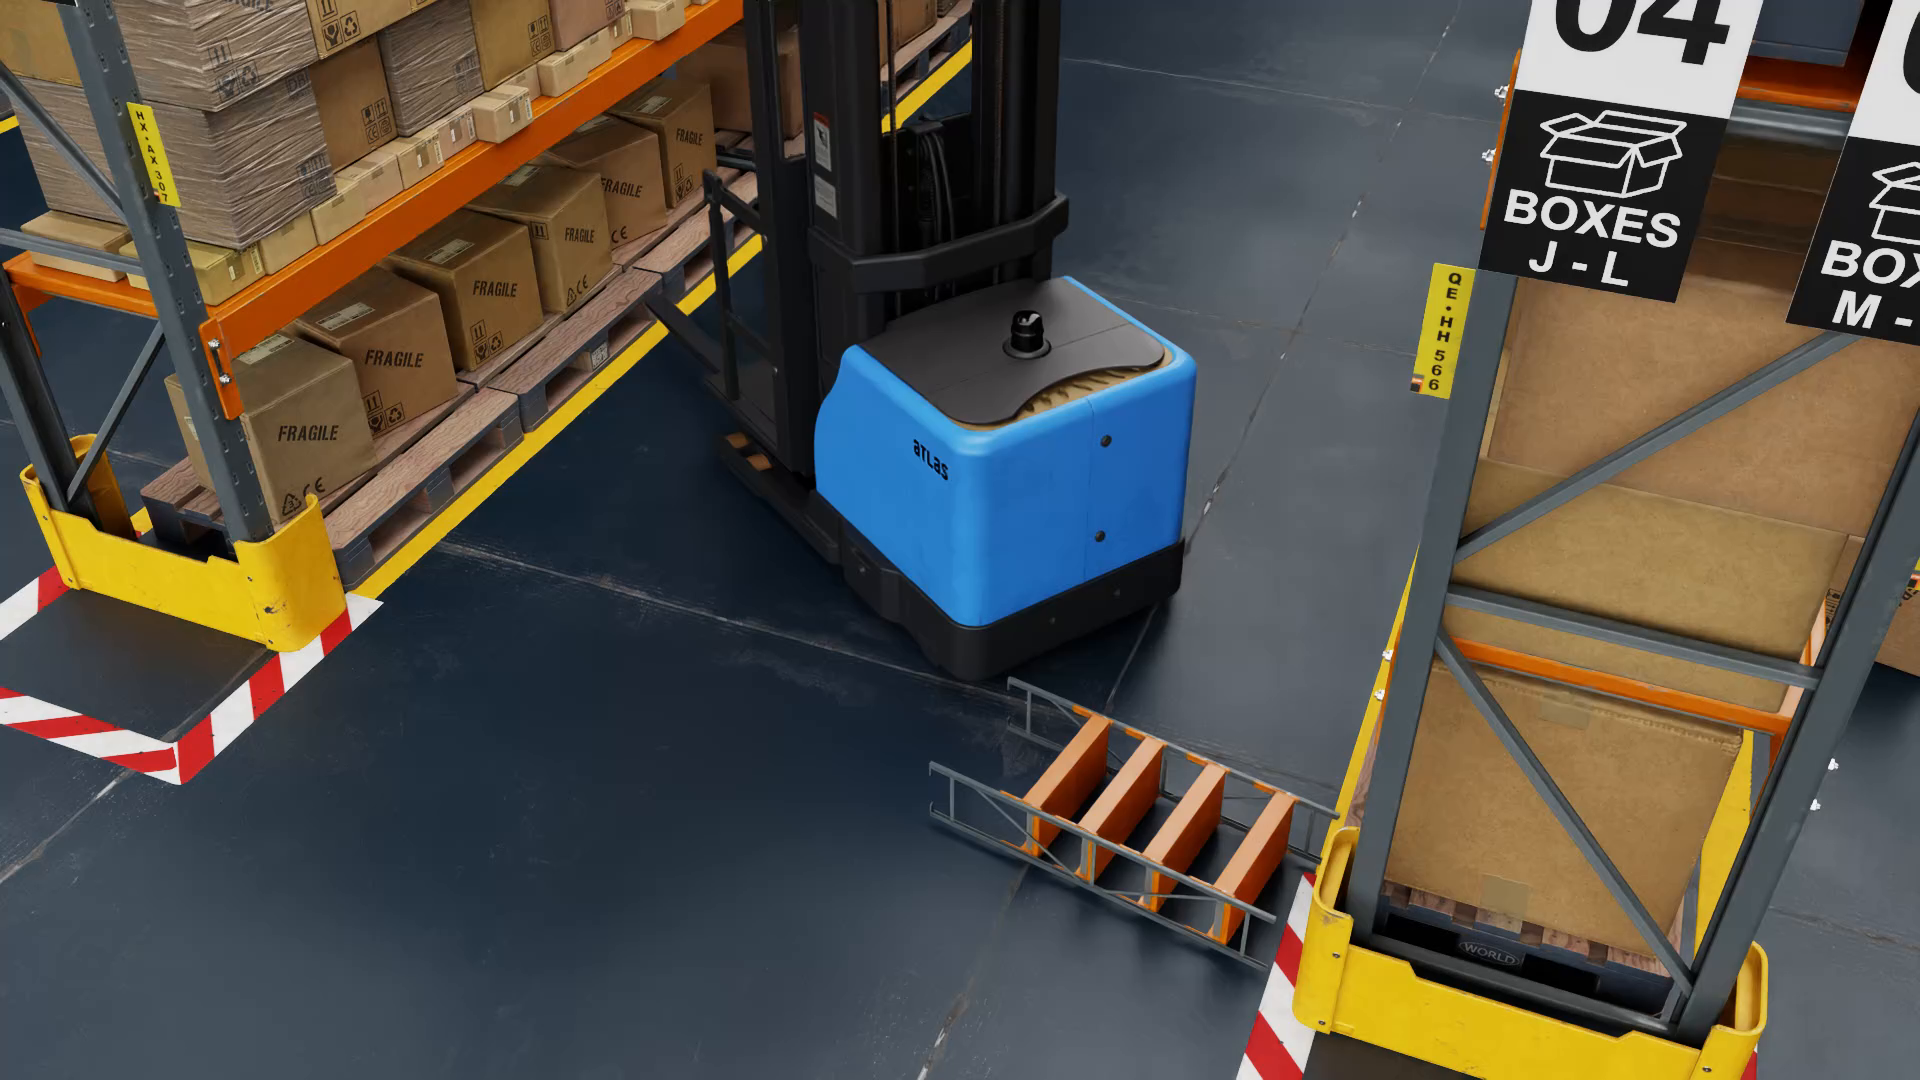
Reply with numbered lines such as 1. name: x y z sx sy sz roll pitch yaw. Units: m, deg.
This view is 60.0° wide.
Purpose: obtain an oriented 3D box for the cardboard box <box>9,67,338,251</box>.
1. cardboard box: -2.740 -1.414 5.804 0.875 0.500 0.500 14 39 18

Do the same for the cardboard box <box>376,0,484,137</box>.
1. cardboard box: -2.431 -1.985 6.568 0.875 0.500 0.500 14 39 18

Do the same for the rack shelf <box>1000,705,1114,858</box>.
1. rack shelf: 0.318 0.794 5.441 0.148 0.258 0.480 21 42 25

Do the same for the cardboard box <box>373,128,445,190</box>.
1. cardboard box: -2.247 -1.508 6.472 0.380 0.149 0.250 14 39 18

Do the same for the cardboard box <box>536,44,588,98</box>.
1. cardboard box: -1.847 -2.057 7.206 0.380 0.149 0.250 14 39 18

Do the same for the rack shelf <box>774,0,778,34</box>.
1. rack shelf: -0.692 -3.990 10.184 1.077 0.370 4.000 14 39 18

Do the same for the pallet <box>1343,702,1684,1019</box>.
1. pallet: 1.805 0.886 5.388 1.003 0.211 1.213 14 39 18

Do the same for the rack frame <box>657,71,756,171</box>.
1. rack frame: -1.453 -3.171 8.487 1.000 3.000 0.127 14 39 18

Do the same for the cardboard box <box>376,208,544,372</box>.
1. cardboard box: -2.271 -1.146 7.515 0.500 0.500 0.500 18 40 22

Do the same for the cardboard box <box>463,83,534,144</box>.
1. cardboard box: -1.986 -1.767 6.819 0.380 0.149 0.250 14 39 18

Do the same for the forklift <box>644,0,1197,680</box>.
1. forklift: -0.389 -1.515 6.329 1.130 2.935 3.031 -22 42 -27

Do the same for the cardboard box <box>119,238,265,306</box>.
1. cardboard box: -2.646 -0.959 5.737 0.380 0.149 0.250 14 39 18

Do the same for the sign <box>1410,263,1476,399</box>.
1. sign: 1.077 -0.460 3.695 0.100 0.325 0.005 14 39 18

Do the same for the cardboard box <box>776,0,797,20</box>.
1. cardboard box: -1.001 -2.941 9.899 0.700 0.500 0.500 14 39 17

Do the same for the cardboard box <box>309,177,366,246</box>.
1. cardboard box: -2.424 -1.228 6.097 0.380 0.149 0.250 14 39 18

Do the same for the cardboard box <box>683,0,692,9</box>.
1. cardboard box: -1.518 -2.623 7.964 0.380 0.149 0.250 14 39 18

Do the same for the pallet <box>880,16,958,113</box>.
1. pallet: -0.696 -3.163 10.806 1.003 0.211 1.213 14 39 18

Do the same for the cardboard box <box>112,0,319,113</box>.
1. cardboard box: -2.514 -1.758 5.430 0.500 0.500 0.500 14 39 18

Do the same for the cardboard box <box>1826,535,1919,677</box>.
1. cardboard box: 3.454 0.109 6.185 0.500 0.500 0.500 21 42 25

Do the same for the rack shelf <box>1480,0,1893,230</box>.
1. rack shelf: 2.334 -1.791 4.736 1.077 0.370 4.000 14 39 18

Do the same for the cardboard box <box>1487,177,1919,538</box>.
1. cardboard box: 1.750 -0.460 3.832 0.875 0.550 0.550 14 39 18

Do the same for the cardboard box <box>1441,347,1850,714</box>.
1. cardboard box: 1.673 -0.046 4.181 0.875 0.550 0.550 14 39 18

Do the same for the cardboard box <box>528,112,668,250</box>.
1. cardboard box: -1.853 -1.807 8.399 0.500 0.500 0.500 27 45 32

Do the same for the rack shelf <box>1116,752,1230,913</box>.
1. rack shelf: 0.674 0.930 5.260 0.148 0.258 0.480 21 42 25

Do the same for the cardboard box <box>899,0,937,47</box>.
1. cardboard box: -0.576 -3.559 10.727 0.700 0.500 0.500 17 40 21

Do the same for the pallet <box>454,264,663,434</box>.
1. pallet: -2.139 -0.996 7.906 1.003 0.211 1.213 14 39 18

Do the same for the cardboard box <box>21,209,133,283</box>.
1. cardboard box: -3.058 -1.060 5.873 0.380 0.149 0.250 14 39 18

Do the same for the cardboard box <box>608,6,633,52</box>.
1. cardboard box: -1.727 -2.351 7.600 0.380 0.149 0.250 14 39 18

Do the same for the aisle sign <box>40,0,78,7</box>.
1. aisle sign: -2.721 -1.895 4.608 0.394 0.787 0.004 14 39 18

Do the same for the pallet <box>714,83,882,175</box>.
1. pallet: -1.158 -2.485 9.899 1.003 0.211 1.213 14 39 18

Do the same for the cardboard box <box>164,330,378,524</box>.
1. cardboard box: -2.722 -0.465 6.604 0.500 0.500 0.500 21 42 26

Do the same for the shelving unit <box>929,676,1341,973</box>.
1. shelving unit: 0.542 0.880 5.327 1.200 0.258 0.503 21 42 25

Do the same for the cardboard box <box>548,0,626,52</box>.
1. cardboard box: -2.001 -2.526 7.292 0.875 0.500 0.500 14 39 18

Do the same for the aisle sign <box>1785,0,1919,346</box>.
1. aisle sign: 1.824 -0.704 3.015 0.394 0.787 0.004 14 39 18

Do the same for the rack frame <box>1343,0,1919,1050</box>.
1. rack frame: 1.573 0.230 3.937 1.000 3.000 0.127 14 39 18

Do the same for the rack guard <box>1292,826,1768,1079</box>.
1. rack guard: 1.564 1.244 4.668 1.175 0.500 0.348 14 39 18

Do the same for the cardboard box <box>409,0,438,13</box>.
1. cardboard box: -2.128 -2.311 6.169 0.500 0.500 0.500 14 39 18

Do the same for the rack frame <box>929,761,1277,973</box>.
1. rack frame: 0.411 1.003 5.162 1.200 0.240 0.015 21 42 25
